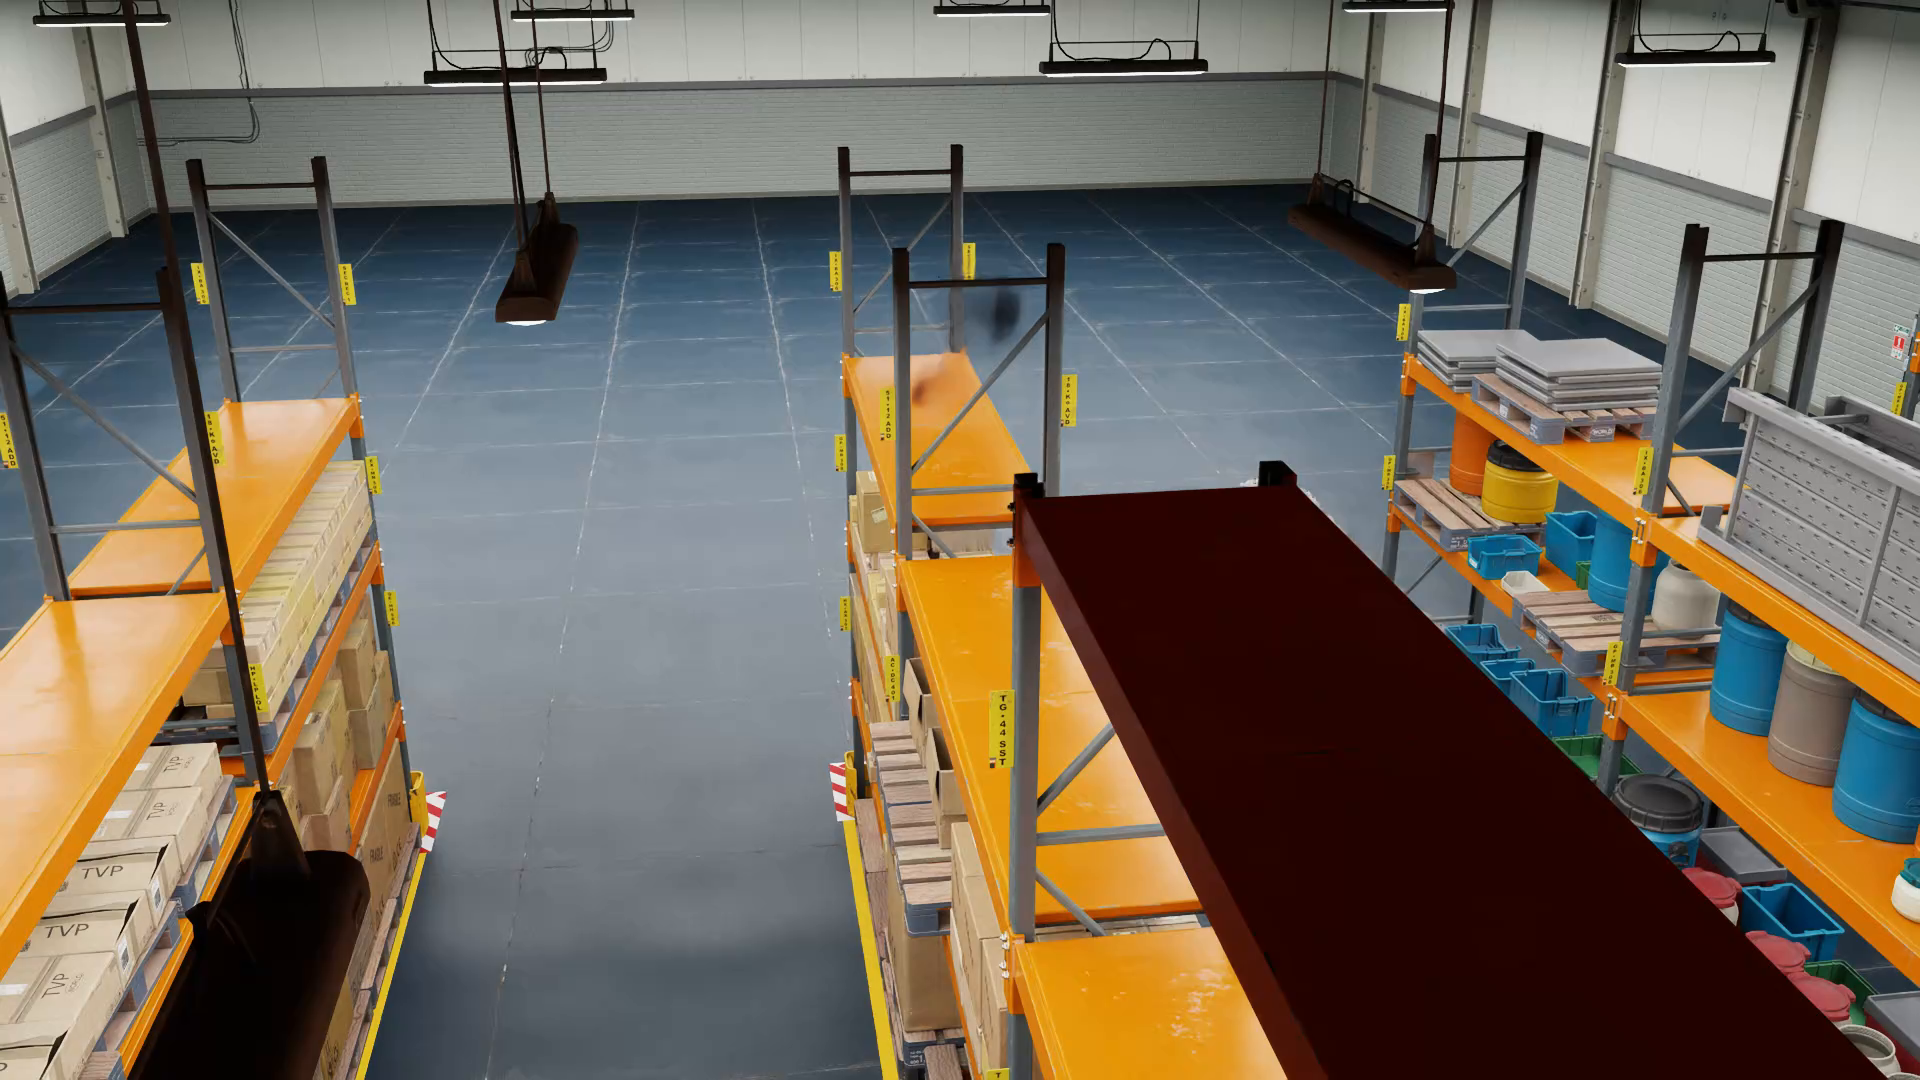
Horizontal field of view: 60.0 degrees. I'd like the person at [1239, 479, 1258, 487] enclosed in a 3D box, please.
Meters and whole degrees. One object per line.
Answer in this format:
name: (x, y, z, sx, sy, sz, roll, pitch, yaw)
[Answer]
person: (3.306, 0.155, 18.766, 0.968, 1.768, 0.660, 8, 23, 19)
